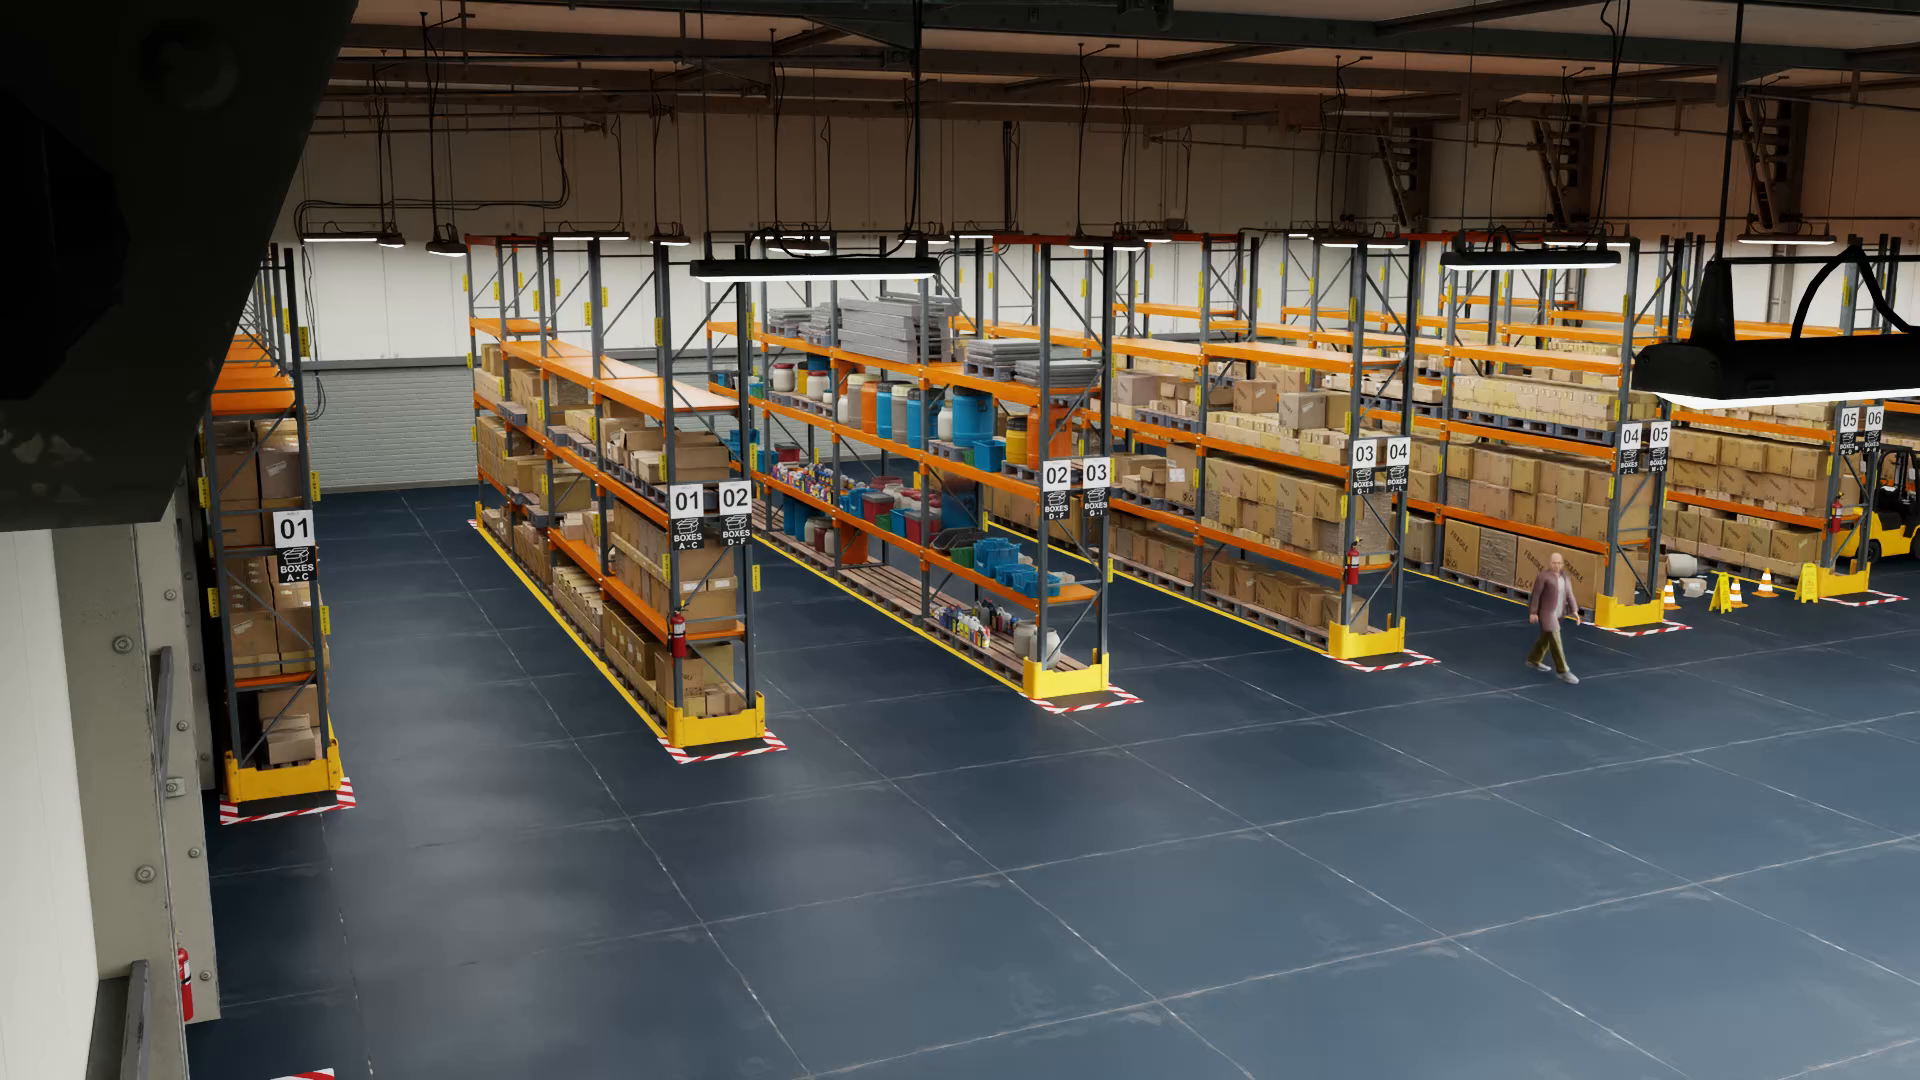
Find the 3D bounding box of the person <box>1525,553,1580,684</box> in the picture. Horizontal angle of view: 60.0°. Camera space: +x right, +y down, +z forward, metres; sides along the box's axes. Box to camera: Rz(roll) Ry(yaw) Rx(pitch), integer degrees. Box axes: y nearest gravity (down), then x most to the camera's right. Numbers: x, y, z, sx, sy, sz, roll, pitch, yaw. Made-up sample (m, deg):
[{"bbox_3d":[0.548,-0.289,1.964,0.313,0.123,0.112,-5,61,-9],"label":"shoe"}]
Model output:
[{"bbox_3d":[8.261,1.040,23.052,0.607,1.744,0.998,-6,13,-30],"label":"person"}]
